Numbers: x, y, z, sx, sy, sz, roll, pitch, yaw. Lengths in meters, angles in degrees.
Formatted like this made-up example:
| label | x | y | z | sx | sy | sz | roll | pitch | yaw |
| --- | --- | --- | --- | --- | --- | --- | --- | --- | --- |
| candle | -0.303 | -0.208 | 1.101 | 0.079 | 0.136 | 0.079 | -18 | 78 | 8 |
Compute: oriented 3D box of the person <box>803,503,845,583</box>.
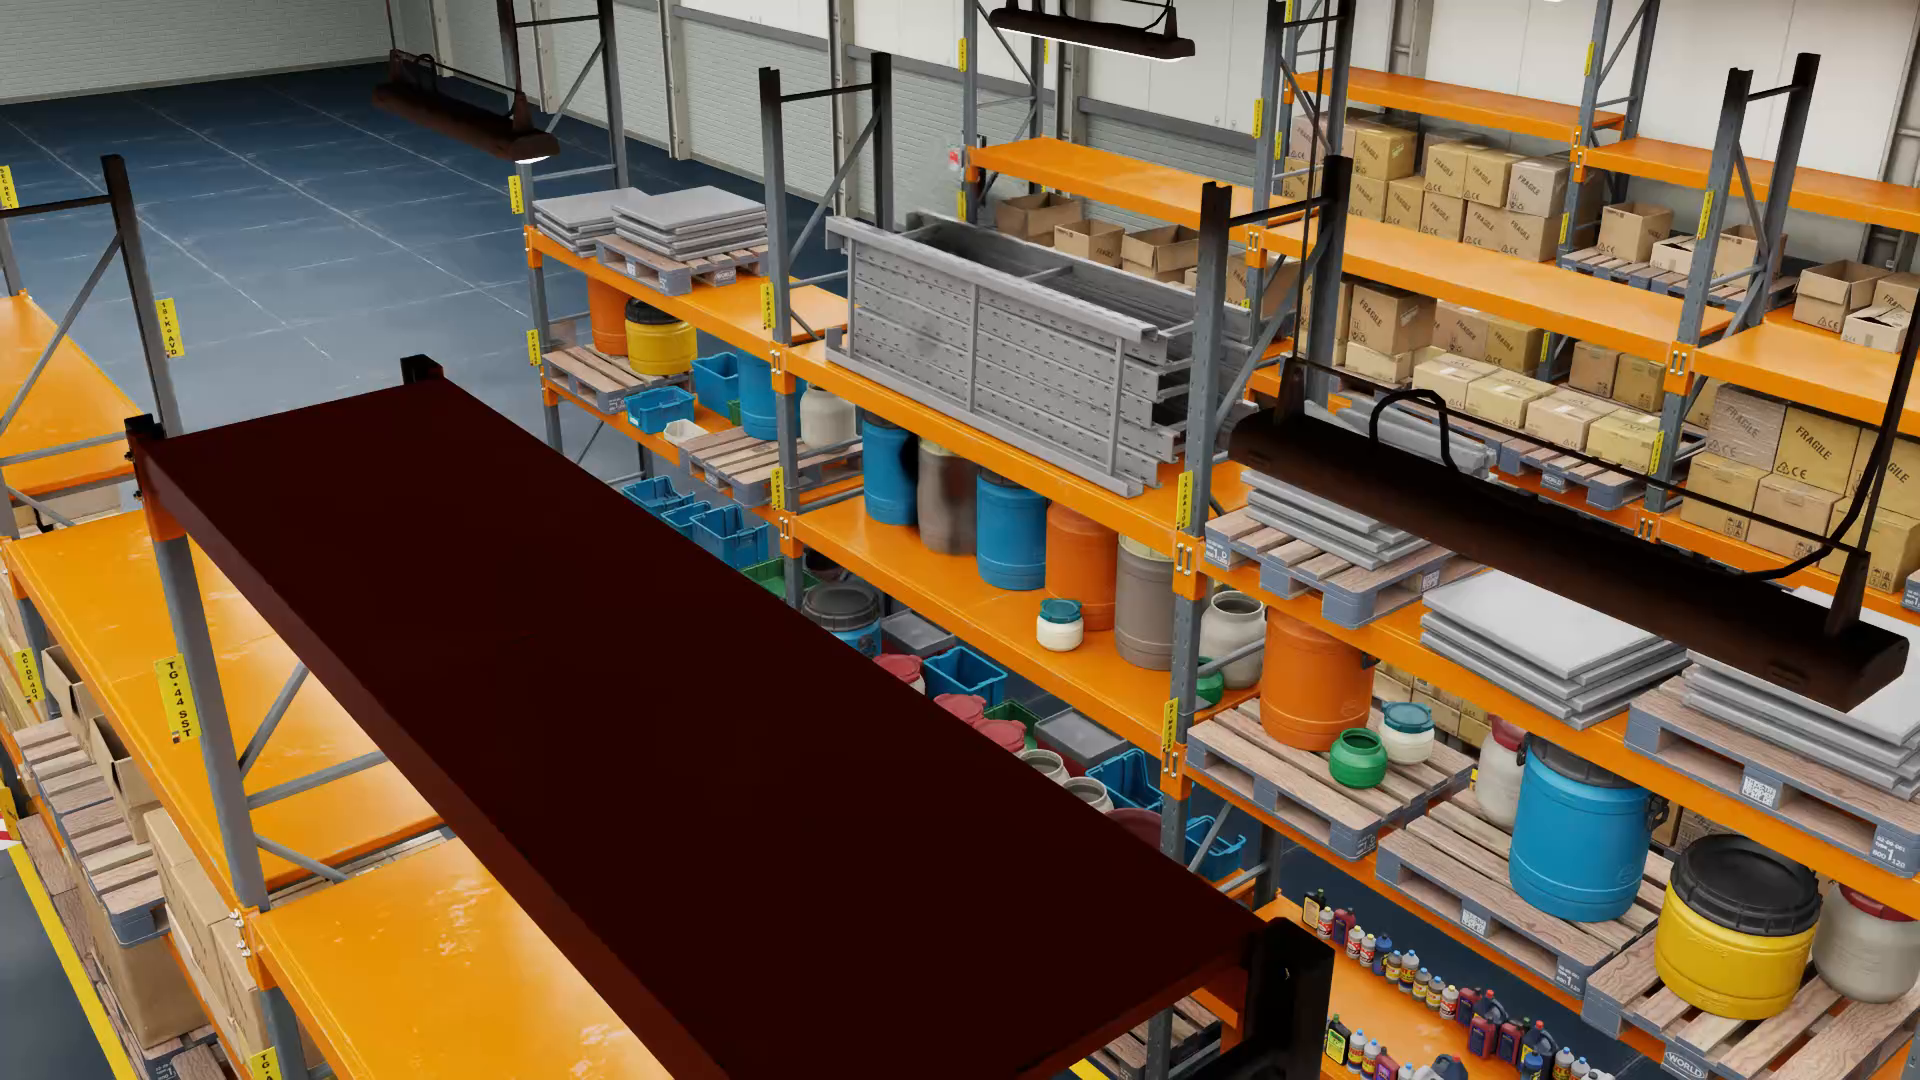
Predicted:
| label | x | y | z | sx | sy | sz | roll | pitch | yaw |
| --- | --- | --- | --- | --- | --- | --- | --- | --- | --- |
| person | -1.245 | 0.241 | 15.835 | 0.658 | 1.687 | 0.716 | -23 | 34 | -39 |
